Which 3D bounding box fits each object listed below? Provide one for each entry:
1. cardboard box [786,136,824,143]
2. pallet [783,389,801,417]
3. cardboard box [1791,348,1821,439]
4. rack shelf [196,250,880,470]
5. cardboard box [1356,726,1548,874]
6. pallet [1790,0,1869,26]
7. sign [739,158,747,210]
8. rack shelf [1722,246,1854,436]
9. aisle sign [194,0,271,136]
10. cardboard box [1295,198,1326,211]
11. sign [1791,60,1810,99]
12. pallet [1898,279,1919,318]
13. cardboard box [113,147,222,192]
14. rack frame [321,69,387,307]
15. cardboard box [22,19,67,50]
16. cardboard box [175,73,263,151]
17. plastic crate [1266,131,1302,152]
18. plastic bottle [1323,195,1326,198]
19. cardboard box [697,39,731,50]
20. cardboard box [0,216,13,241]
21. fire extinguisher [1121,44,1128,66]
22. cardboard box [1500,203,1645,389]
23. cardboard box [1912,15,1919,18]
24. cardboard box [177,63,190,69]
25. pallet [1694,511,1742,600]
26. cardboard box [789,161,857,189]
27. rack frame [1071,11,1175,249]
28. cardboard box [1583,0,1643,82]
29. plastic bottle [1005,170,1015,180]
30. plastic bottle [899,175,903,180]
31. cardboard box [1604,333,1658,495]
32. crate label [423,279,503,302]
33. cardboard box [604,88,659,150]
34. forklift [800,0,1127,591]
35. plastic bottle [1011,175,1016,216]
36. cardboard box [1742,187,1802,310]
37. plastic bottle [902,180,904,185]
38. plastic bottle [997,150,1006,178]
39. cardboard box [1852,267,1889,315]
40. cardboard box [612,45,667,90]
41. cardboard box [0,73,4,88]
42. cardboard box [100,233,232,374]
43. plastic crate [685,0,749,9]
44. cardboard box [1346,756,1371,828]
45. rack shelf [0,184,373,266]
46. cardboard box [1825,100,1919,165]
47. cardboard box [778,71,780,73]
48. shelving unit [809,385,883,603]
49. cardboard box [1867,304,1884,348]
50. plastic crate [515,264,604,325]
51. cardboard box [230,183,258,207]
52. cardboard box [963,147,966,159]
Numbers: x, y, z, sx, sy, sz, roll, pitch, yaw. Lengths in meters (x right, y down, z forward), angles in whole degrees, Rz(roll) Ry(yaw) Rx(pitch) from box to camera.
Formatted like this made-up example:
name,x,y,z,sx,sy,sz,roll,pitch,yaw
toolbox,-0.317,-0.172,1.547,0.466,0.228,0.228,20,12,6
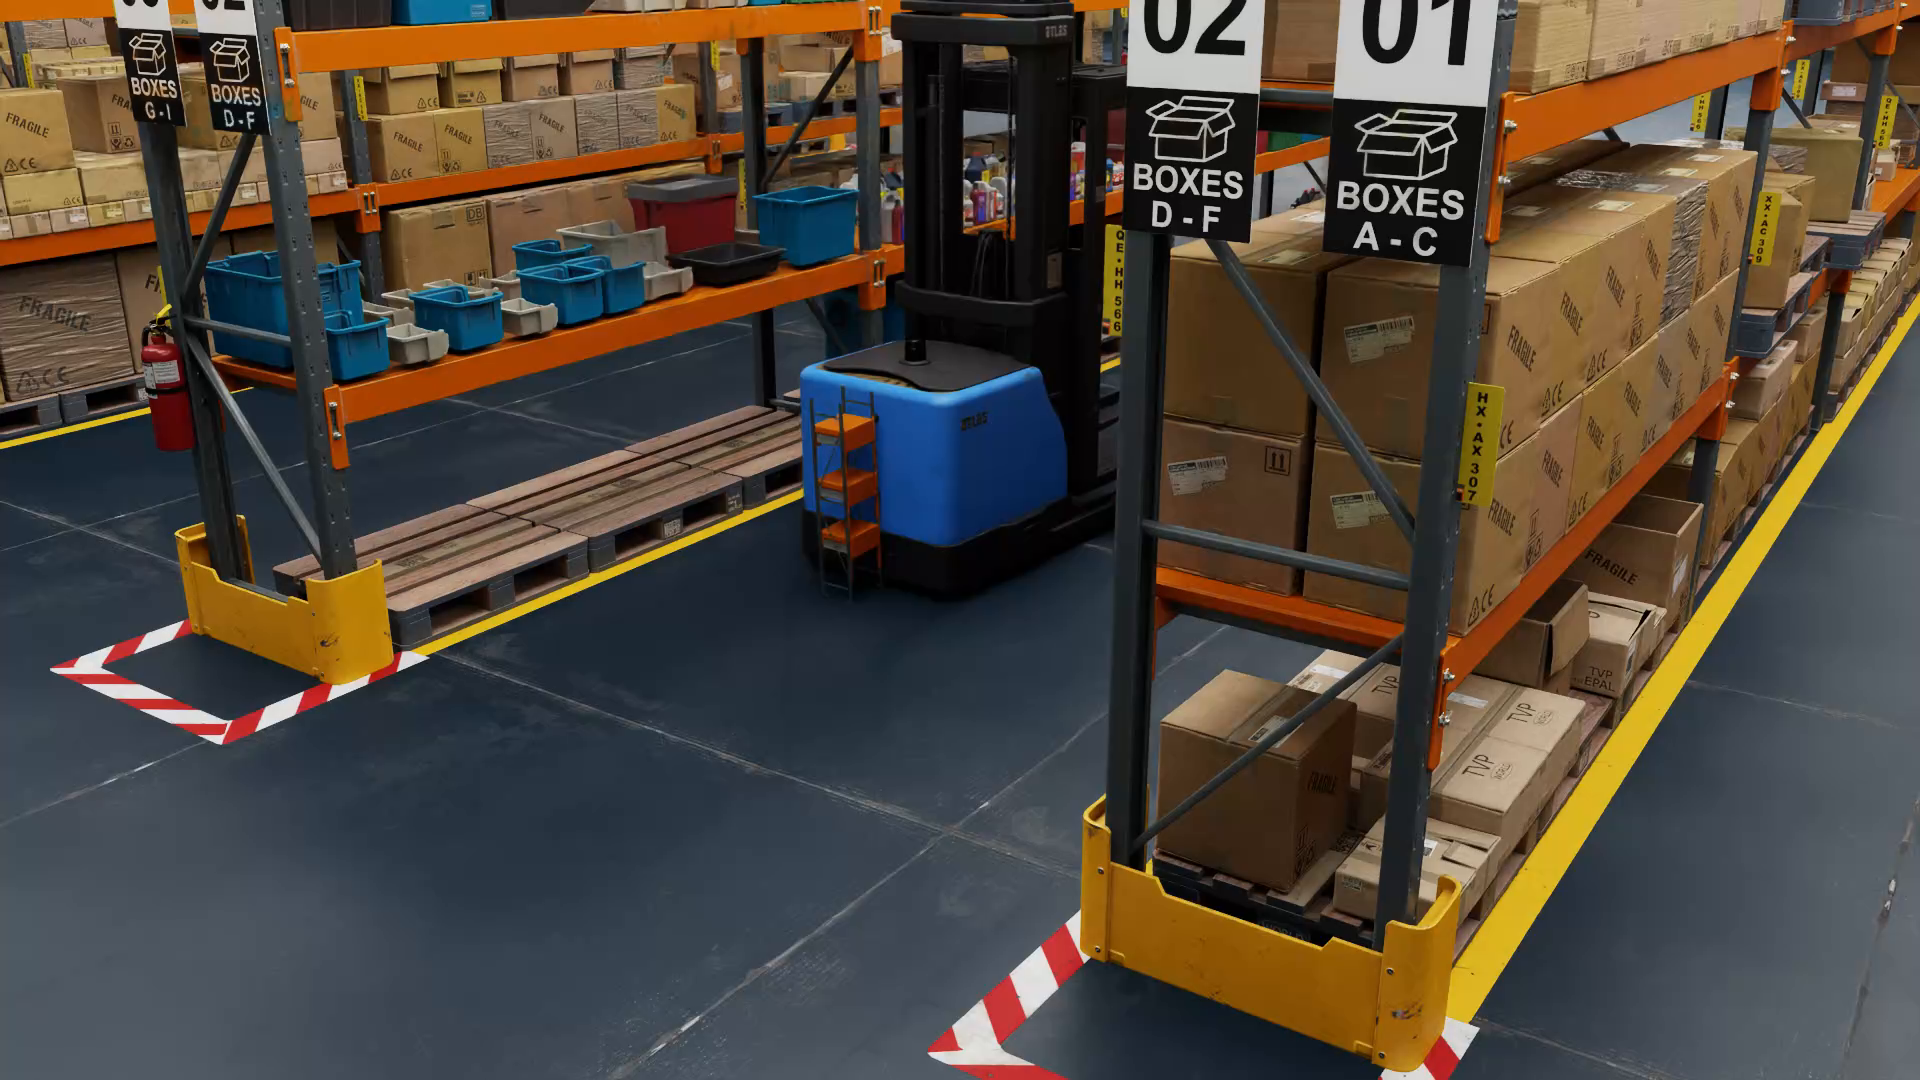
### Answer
name,x,y,z,sx,sy,sz,roll,pitch,yaw
cardboard box,-2.655,-6.462,24.868,0.875,0.875,0.875,13,24,32
pallet,-0.465,-0.969,11.581,1.003,0.211,1.213,13,24,32
cardboard box,5.079,-0.964,10.517,0.500,0.500,0.500,14,25,34
rack shelf,-2.057,-1.153,9.094,1.077,0.370,4.000,13,24,32
cardboard box,1.734,0.890,5.864,0.500,0.250,0.500,13,24,32
pallet,3.586,-2.589,7.887,1.213,0.211,1.003,13,24,32
sign,-1.387,-2.301,10.764,0.100,0.325,0.005,13,24,32
rack shelf,4.286,-1.333,9.582,1.077,0.370,4.000,13,24,32
aisle sign,-2.976,-2.057,6.755,0.394,0.787,0.004,13,24,32
cardboard box,1.507,-0.941,5.900,0.500,0.500,0.500,14,25,33
sign,7.199,-3.943,14.239,0.100,0.325,0.005,13,24,32
pallet,8.141,-2.304,15.190,1.003,0.211,1.213,13,24,32
cardboard box,-5.636,-2.626,11.827,0.500,0.250,0.500,14,24,33
rack frame,-5.029,-3.030,13.132,1.000,3.000,0.127,13,24,32
cardboard box,-11.332,-6.278,20.327,0.500,0.500,0.500,14,24,33
cardboard box,-5.351,-3.124,12.092,0.500,0.500,0.500,14,24,32
plastic crate,2.819,-3.705,15.263,0.450,0.188,0.662,13,24,32
plastic bottle,3.932,-3.562,17.864,0.152,0.276,0.135,13,24,32
cardboard box,-3.688,-6.794,23.093,0.875,0.550,0.550,13,24,32
cardboard box,-6.373,-2.024,10.776,0.380,0.149,0.250,13,24,31
fire extinguisher,2.162,-6.379,22.299,0.296,0.674,0.183,13,24,32
cardboard box,1.954,-0.835,5.613,0.500,0.500,0.500,14,24,33
cardboard box,8.468,-4.465,14.997,0.700,0.500,0.500,13,24,32
cardboard box,-7.889,-4.706,16.564,0.380,0.149,0.250,13,24,31
pallet,3.588,-0.030,9.041,1.003,0.211,1.213,13,24,32
cardboard box,-1.493,-3.893,18.436,0.700,0.500,0.500,11,23,27
rack frame,1.316,-3.211,13.623,1.000,3.000,0.127,13,24,32
cardboard box,1.704,-1.524,4.955,0.500,0.250,0.500,13,24,32
plastic bottle,0.371,-2.506,11.902,0.097,0.271,0.097,0,20,0
plastic bottle,-0.490,-2.431,11.693,0.152,0.276,0.135,13,24,32
cardboard box,2.233,-0.507,6.169,0.500,0.500,0.500,14,24,33
crate label,-2.562,-1.255,8.627,0.396,0.136,0.243,13,24,32
cardboard box,-3.138,-3.892,15.320,0.500,0.500,0.500,13,24,31
forklift,0.456,-1.561,9.259,1.130,2.935,3.031,15,25,35
plastic bottle,0.381,-2.422,11.675,0.097,0.271,0.097,0,20,0
cardboard box,3.613,-1.433,8.066,0.700,0.500,0.500,5,21,14
plastic bottle,-0.376,-2.410,11.642,0.097,0.271,0.097,0,20,0
plastic bottle,0.302,-2.867,12.861,0.061,0.283,0.133,13,24,32
cardboard box,6.813,-1.954,12.773,0.500,0.311,0.500,13,24,31
cardboard box,-3.205,-4.488,15.485,0.797,0.503,0.637,14,25,34
cardboard box,-9.113,-4.019,15.232,0.500,0.500,0.500,13,24,32
cardboard box,-5.972,-1.798,12.260,0.875,0.875,0.875,13,24,32
plastic crate,-1.333,-2.908,8.859,0.293,0.136,0.466,13,24,32
cardboard box,1.317,0.871,6.037,0.380,0.166,0.250,13,24,32
rack shelf,-6.153,-2.118,11.705,1.077,0.370,4.000,13,24,32
cardboard box,7.903,-3.568,14.442,0.700,0.500,0.500,13,24,30
cardboard box,-2.066,-4.842,17.621,0.396,0.266,0.258,12,24,30
shelving unit,-0.567,-0.225,8.345,0.215,1.050,0.252,14,27,33
cardboard box,6.805,-1.687,12.859,0.500,0.250,0.500,14,24,33
plastic crate,-2.030,-1.250,8.476,0.416,0.233,0.300,13,24,32
cardboard box,-5.363,-2.539,12.168,0.380,0.149,0.250,14,24,33
cardboard box,-0.274,-4.457,19.987,0.500,0.500,0.500,12,24,30
